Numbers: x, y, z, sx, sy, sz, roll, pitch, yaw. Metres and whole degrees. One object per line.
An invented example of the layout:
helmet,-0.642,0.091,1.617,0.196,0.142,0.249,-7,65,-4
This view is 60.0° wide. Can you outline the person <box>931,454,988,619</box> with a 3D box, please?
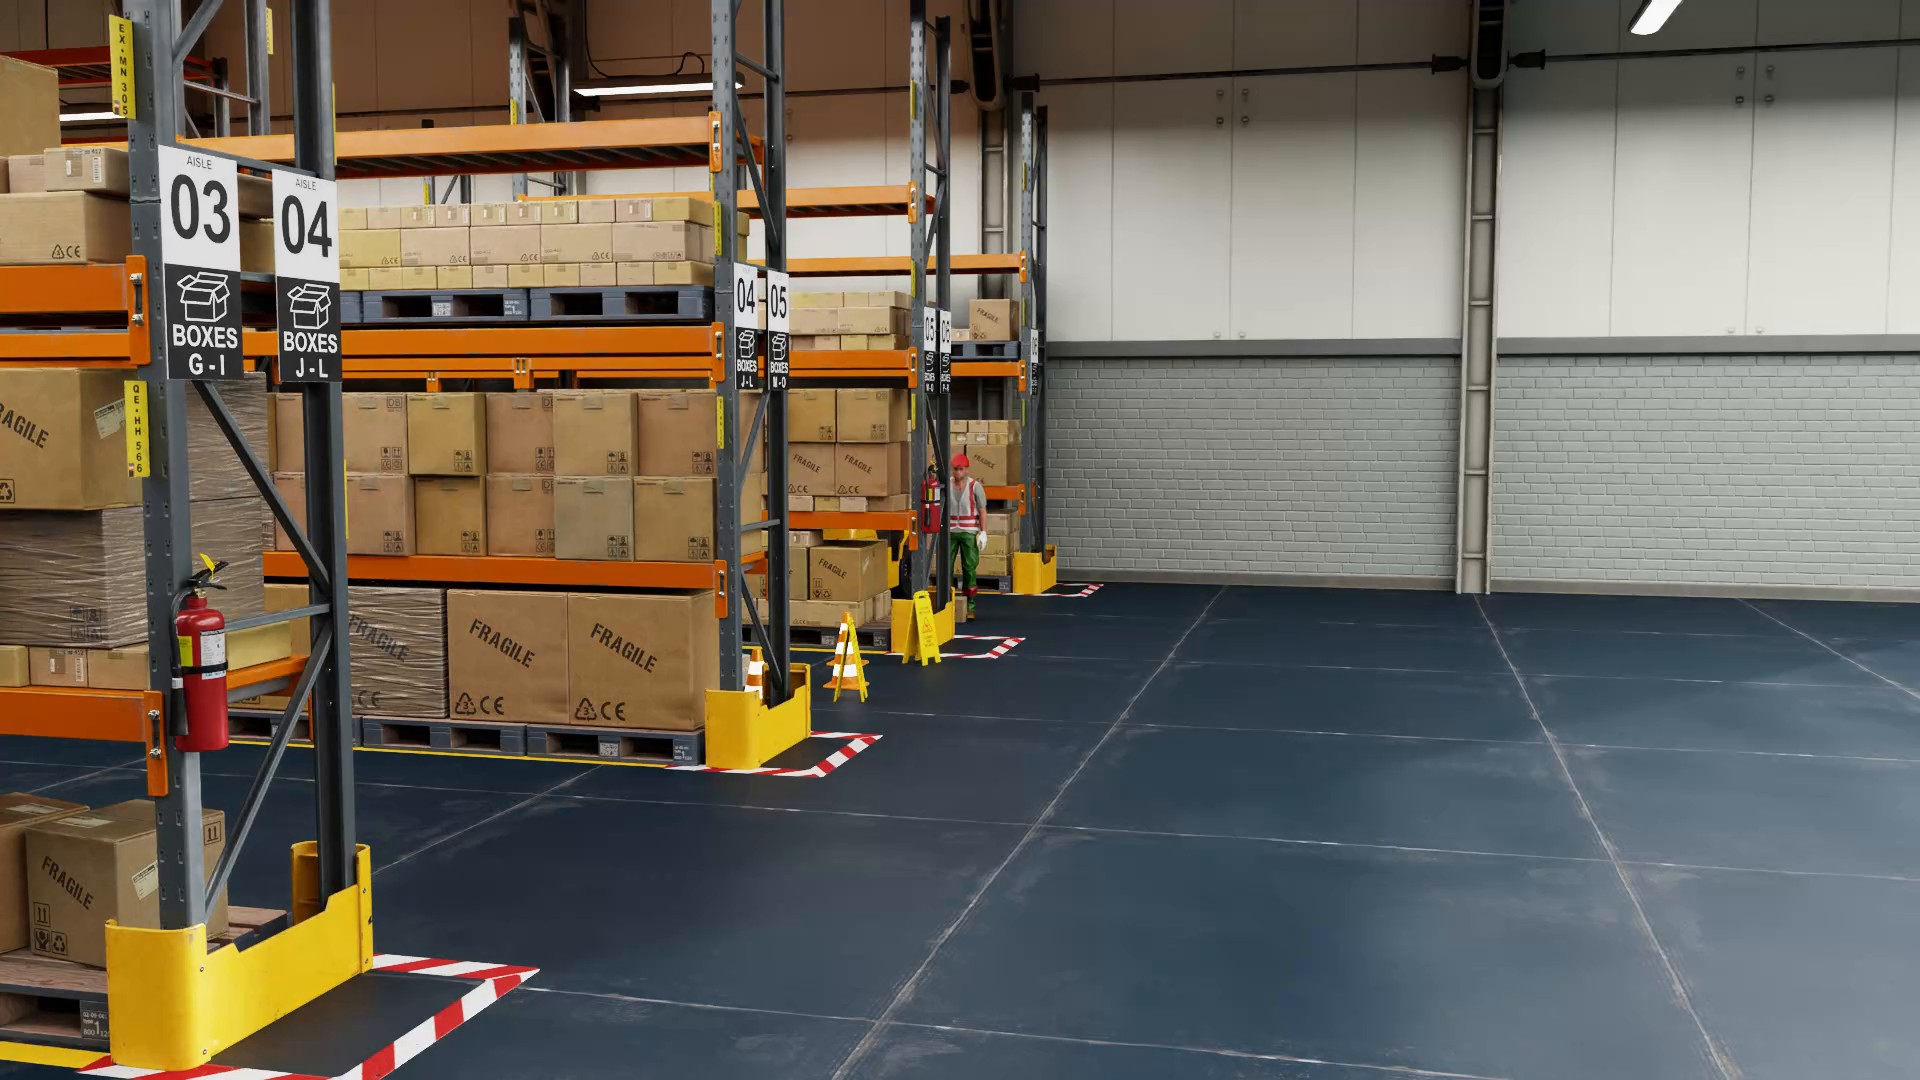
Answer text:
person,-0.008,-0.040,17.848,0.621,1.779,0.453,1,5,12
